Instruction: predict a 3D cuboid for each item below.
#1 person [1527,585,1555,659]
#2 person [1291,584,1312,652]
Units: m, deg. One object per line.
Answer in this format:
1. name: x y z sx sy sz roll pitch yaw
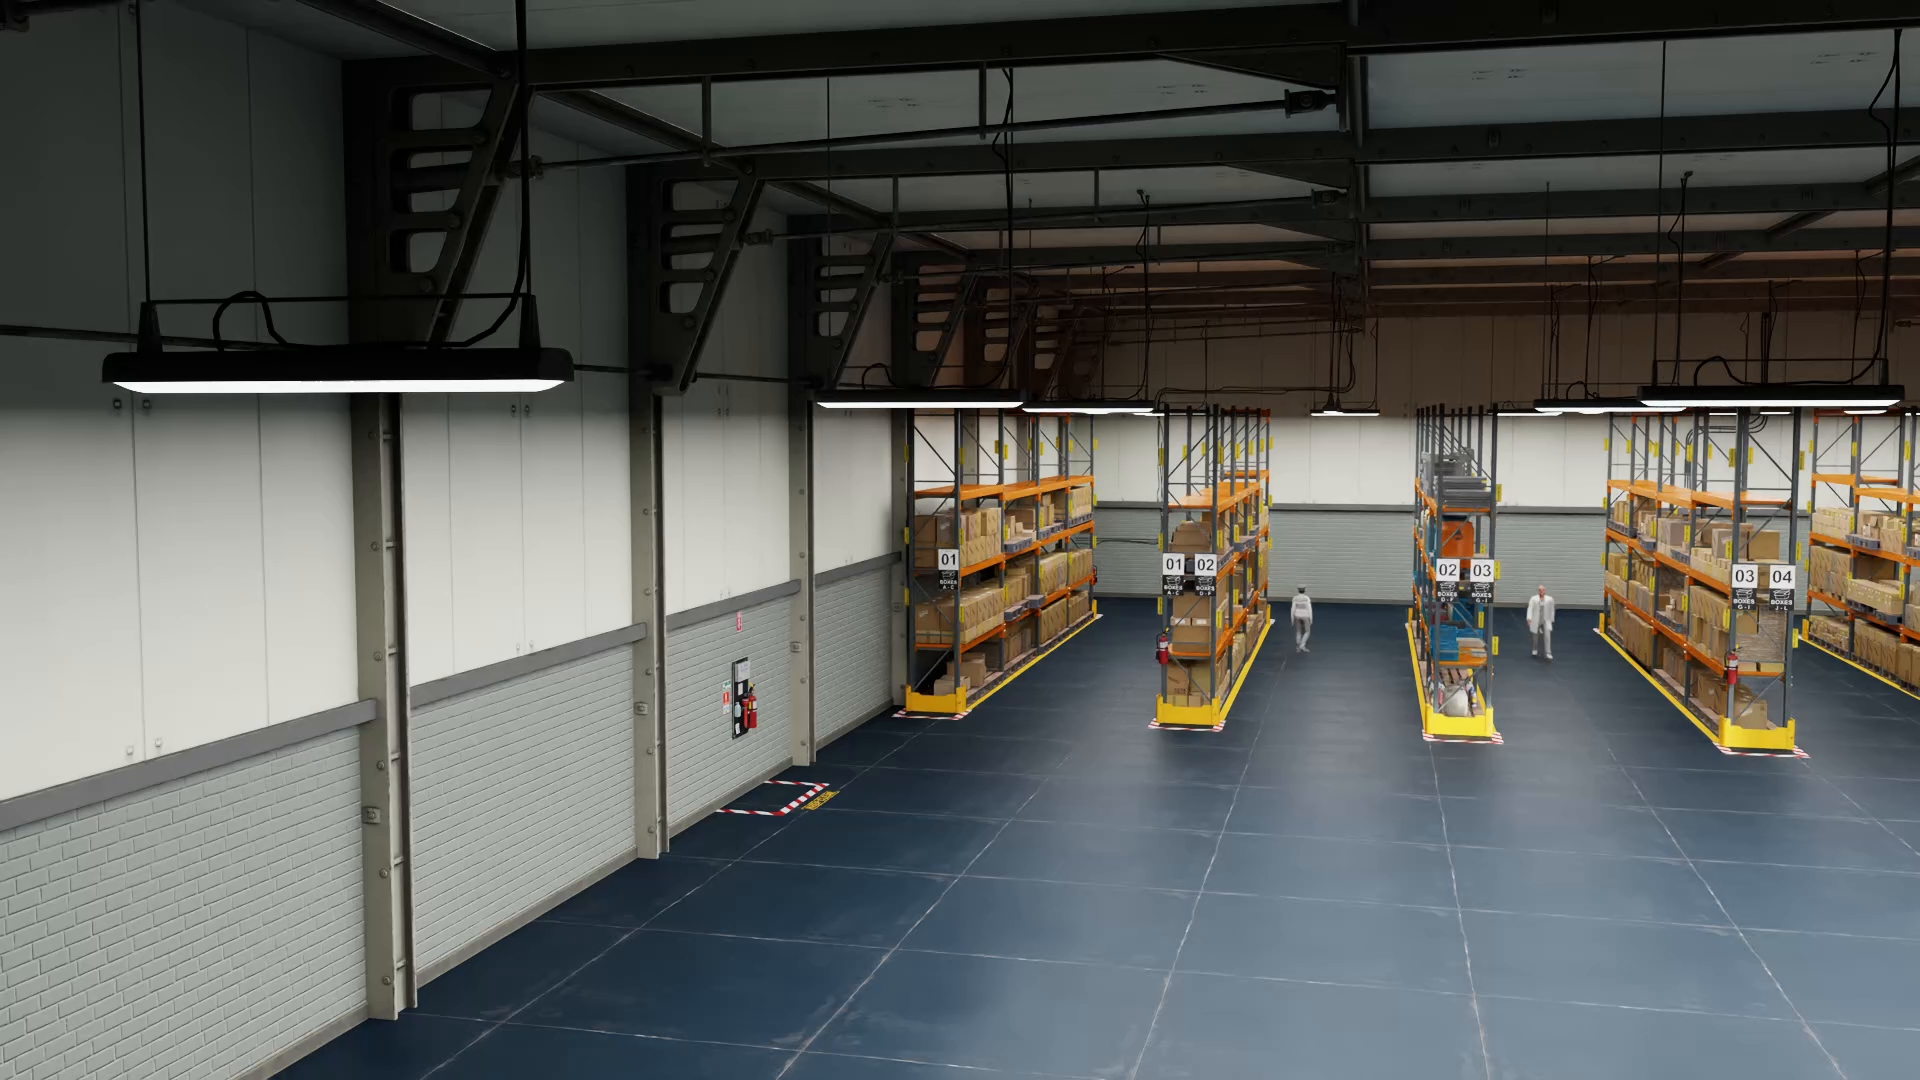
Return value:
1. person: 13.858 1.943 39.670 0.669 1.715 1.129 1 4 9
2. person: 8.344 1.927 40.683 0.517 1.677 0.453 2 5 26
